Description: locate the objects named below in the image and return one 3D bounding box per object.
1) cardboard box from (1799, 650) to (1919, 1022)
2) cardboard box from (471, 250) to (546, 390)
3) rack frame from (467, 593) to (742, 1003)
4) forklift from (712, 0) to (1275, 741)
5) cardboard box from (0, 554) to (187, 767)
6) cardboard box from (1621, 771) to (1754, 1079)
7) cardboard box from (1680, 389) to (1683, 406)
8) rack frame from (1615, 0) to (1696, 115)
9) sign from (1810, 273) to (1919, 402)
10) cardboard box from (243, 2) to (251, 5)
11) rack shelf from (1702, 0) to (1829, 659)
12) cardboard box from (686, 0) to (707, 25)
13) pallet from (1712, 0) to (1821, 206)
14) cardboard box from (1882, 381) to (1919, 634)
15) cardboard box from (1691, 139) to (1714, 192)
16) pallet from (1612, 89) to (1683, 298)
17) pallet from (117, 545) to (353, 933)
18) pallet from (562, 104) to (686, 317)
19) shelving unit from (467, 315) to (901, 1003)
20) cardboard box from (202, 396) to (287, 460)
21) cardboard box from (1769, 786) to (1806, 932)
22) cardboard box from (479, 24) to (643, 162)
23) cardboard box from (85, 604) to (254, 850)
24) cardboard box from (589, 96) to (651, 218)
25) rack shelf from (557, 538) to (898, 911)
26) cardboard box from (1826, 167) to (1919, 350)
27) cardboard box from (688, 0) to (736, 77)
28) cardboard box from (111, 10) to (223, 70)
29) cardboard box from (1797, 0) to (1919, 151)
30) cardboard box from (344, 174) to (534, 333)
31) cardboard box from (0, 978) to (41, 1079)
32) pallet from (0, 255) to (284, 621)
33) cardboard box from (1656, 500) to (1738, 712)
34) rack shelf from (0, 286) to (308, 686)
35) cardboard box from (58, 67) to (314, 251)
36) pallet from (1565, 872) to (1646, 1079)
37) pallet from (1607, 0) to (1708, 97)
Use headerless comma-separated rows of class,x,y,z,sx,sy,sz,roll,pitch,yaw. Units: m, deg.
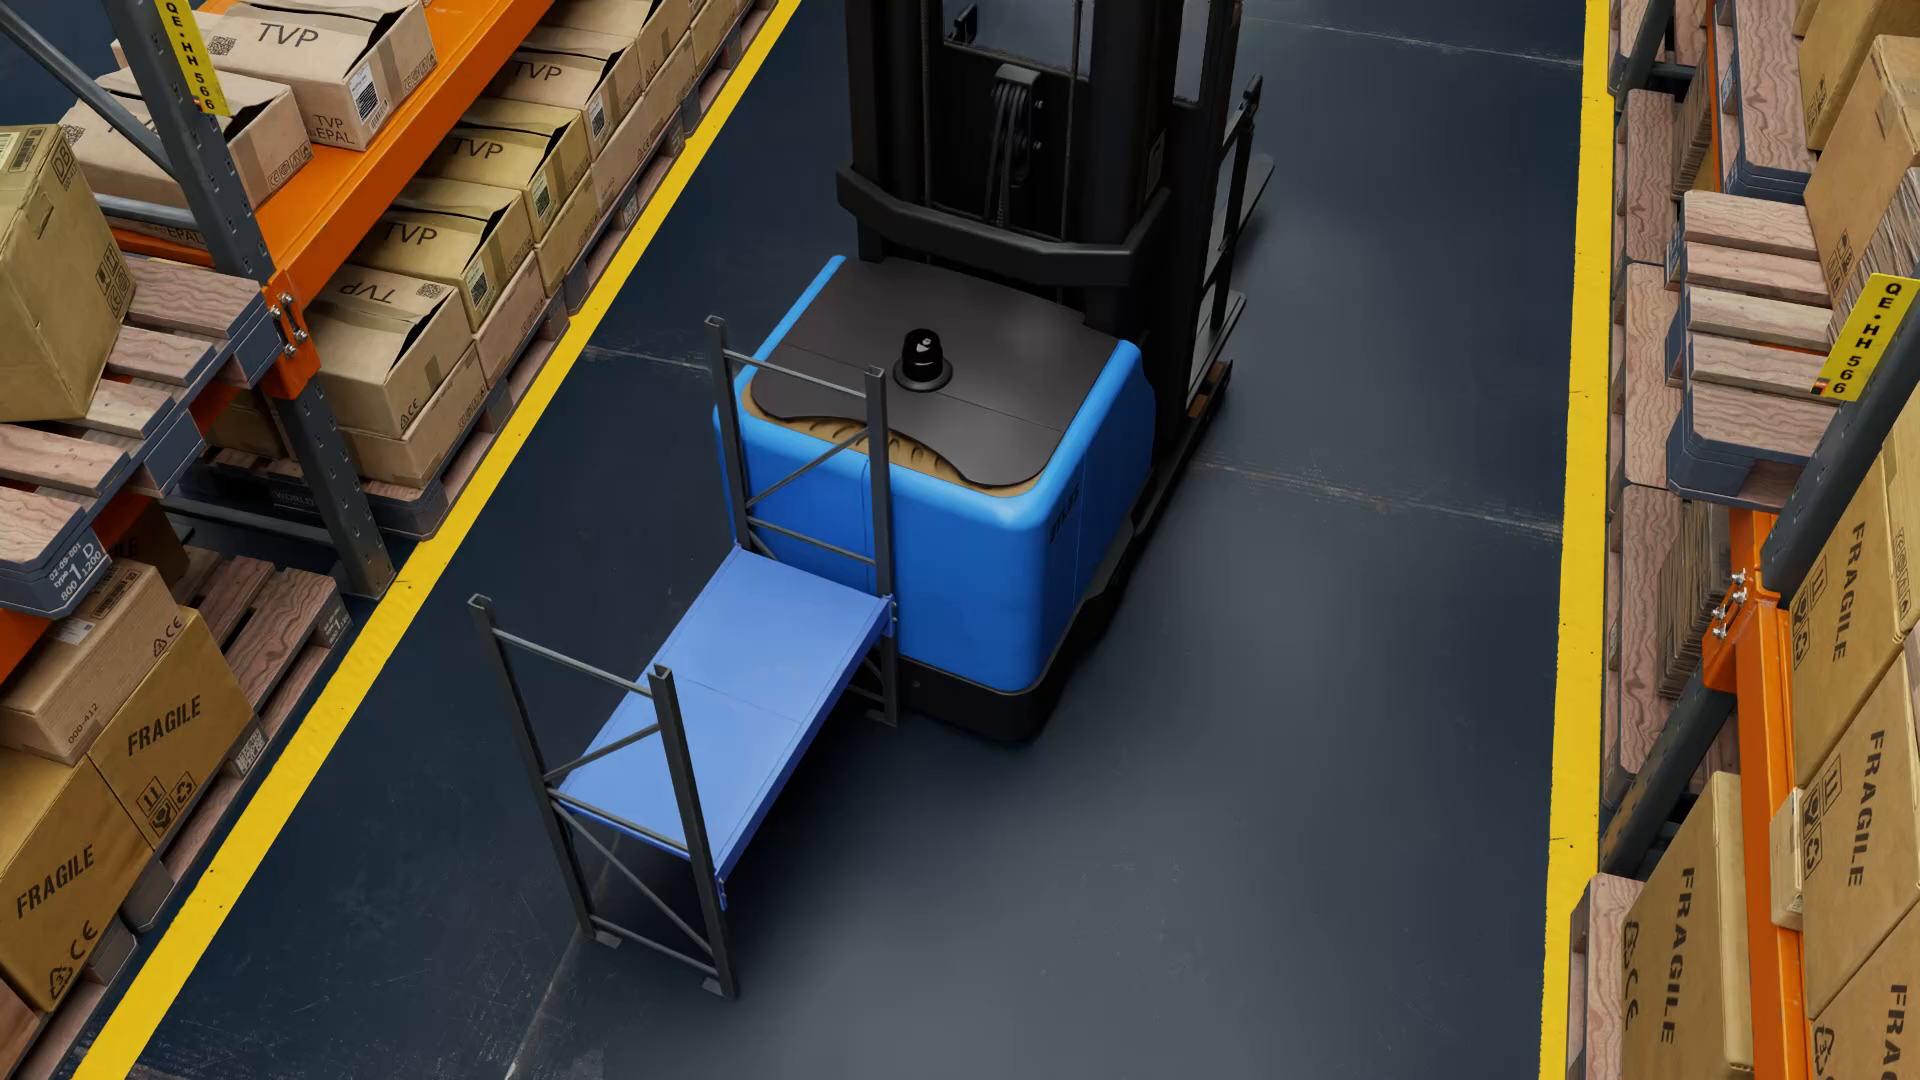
cardboard box,1.851,0.588,2.952,0.500,0.500,0.500,13,50,11
cardboard box,-1.855,-0.840,6.044,0.500,0.250,0.500,10,49,9
rack frame,-0.842,0.701,4.131,0.500,1.500,0.032,19,51,16
forklift,0.359,-1.473,5.095,1.130,2.935,3.031,19,51,16
cardboard box,-2.438,0.272,4.383,0.500,0.250,0.500,13,50,11
cardboard box,2.052,1.127,3.908,0.750,0.750,0.750,11,49,10
cardboard box,2.863,-0.515,5.578,0.700,0.500,0.500,11,50,10
rack frame,3.425,-2.844,6.260,1.000,3.000,0.127,12,50,10
sign,1.846,-0.408,3.390,0.100,0.325,0.005,12,50,10
cardboard box,-2.126,-1.776,5.485,0.380,0.149,0.250,15,50,13
rack shelf,2.899,-1.160,5.253,1.077,0.370,4.000,12,50,10
cardboard box,-1.316,-2.507,7.142,0.500,0.311,0.500,13,50,11
pallet,2.854,-1.328,5.049,1.003,0.211,1.213,12,50,10
cardboard box,1.997,-0.039,3.005,0.500,0.250,0.500,13,50,11
cardboard box,3.160,-1.244,6.221,0.700,0.500,0.500,11,49,9
pallet,3.222,-1.358,6.808,1.003,0.211,1.213,12,50,10
pallet,-2.641,0.529,5.142,1.003,0.211,1.213,12,50,10
pallet,-1.830,-1.471,6.907,1.003,0.211,1.213,12,50,10
shelving unit,-0.630,0.354,4.437,0.538,1.500,1.048,19,51,16
cardboard box,-2.504,-0.584,5.818,0.500,0.250,0.500,13,50,11
cardboard box,1.836,0.674,3.309,0.380,0.149,0.250,13,50,11
cardboard box,-1.585,-1.784,6.503,0.500,0.311,0.500,11,49,10
cardboard box,-2.427,0.478,4.701,0.500,0.500,0.500,13,50,12
cardboard box,-1.589,-1.588,6.705,0.500,0.250,0.500,12,50,11
rack shelf,-0.630,0.473,4.572,0.538,0.185,1.000,19,51,16
cardboard box,2.487,-0.472,3.806,0.700,0.500,0.500,6,49,6
cardboard box,-1.319,-2.326,7.356,0.500,0.250,0.500,11,49,9
cardboard box,-2.437,-1.548,5.283,0.380,0.149,0.250,12,50,10
cardboard box,2.793,-1.377,4.605,0.700,0.500,0.500,12,50,10
cardboard box,-1.856,-1.043,5.850,0.500,0.311,0.500,10,49,9
cardboard box,-2.696,1.233,4.035,0.500,0.500,0.500,10,49,9
pallet,-2.518,-0.358,4.194,1.213,0.211,1.003,12,50,10
cardboard box,2.512,0.199,4.947,0.700,0.500,0.500,12,50,11
rack shelf,-2.934,0.759,3.560,1.077,0.370,4.000,12,50,10
cardboard box,-2.270,-1.151,4.825,0.500,0.311,0.500,14,50,12
pallet,2.092,1.527,4.262,1.003,0.211,1.213,12,50,10
pallet,3.568,-2.415,7.740,1.003,0.211,1.213,12,50,10
